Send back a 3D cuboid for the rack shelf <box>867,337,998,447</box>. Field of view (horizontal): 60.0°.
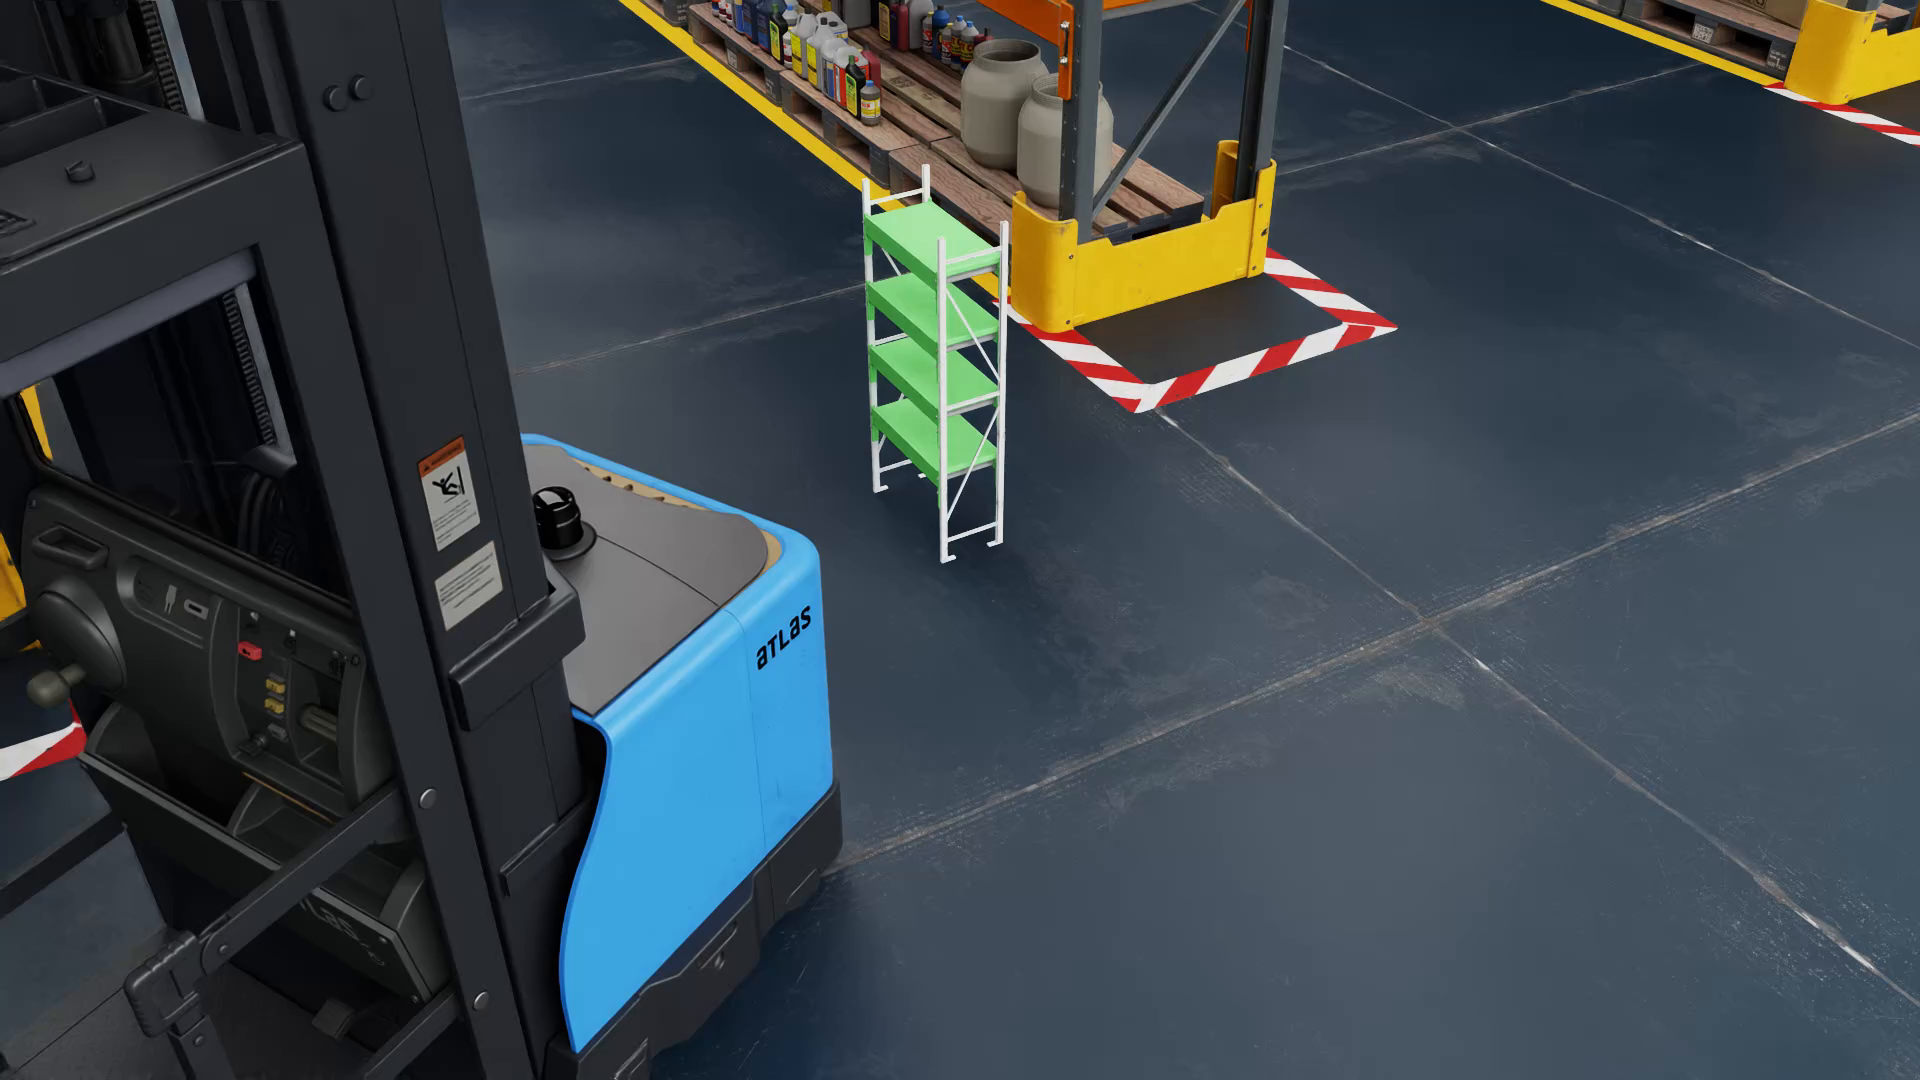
[{"bbox_3d":[-0.083,-0.517,5.549,0.258,0.148,0.480,-19,40,-24],"label":"rack shelf"}]

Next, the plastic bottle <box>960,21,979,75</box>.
[{"bbox_3d":[0.050,-2.562,8.655,0.097,0.271,0.097,0,36,0],"label":"plastic bottle"}]

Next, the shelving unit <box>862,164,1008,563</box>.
[{"bbox_3d":[-0.083,-0.569,5.512,0.258,1.200,0.503,-19,40,-24],"label":"shelving unit"}]

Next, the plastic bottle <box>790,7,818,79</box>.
[{"bbox_3d":[-0.791,-2.594,8.632,0.144,0.351,0.185,-19,40,-24],"label":"plastic bottle"}]

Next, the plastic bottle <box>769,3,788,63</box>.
[{"bbox_3d":[-0.958,-2.687,8.816,0.061,0.283,0.133,-17,39,-22],"label":"plastic bottle"}]

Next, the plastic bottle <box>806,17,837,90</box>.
[{"bbox_3d":[-0.698,-2.500,8.502,0.144,0.351,0.185,-17,40,-22],"label":"plastic bottle"}]

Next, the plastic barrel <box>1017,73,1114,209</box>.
[{"bbox_3d":[0.467,-1.772,7.386,0.421,0.512,0.421,0,36,0],"label":"plastic barrel"}]

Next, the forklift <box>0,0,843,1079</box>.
[{"bbox_3d":[-1.518,0.272,2.893,1.130,2.935,3.031,20,41,25],"label":"forklift"}]

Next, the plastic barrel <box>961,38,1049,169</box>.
[{"bbox_3d":[0.215,-2.028,7.736,0.421,0.512,0.421,0,36,0],"label":"plastic barrel"}]

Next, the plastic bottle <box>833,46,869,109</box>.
[{"bbox_3d":[-0.541,-2.315,8.313,0.152,0.276,0.135,-19,40,-24],"label":"plastic bottle"}]

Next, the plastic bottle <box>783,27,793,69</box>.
[{"bbox_3d":[-0.883,-2.600,8.766,0.097,0.201,0.097,0,36,0],"label":"plastic bottle"}]

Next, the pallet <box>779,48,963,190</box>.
[{"bbox_3d":[-0.228,-2.230,8.625,1.003,0.211,1.213,-19,40,-24],"label":"pallet"}]

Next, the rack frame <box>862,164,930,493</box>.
[{"bbox_3d":[-0.206,-0.693,5.682,0.240,1.200,0.015,-19,40,-24],"label":"rack frame"}]

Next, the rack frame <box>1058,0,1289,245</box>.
[{"bbox_3d":[0.863,-2.294,6.348,1.000,3.000,0.127,-19,40,-24],"label":"rack frame"}]

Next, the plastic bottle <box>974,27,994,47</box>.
[{"bbox_3d":[0.124,-2.513,8.577,0.061,0.283,0.133,-18,40,-23],"label":"plastic bottle"}]

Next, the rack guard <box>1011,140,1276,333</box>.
[{"bbox_3d":[0.784,-1.310,7.119,1.175,0.500,0.348,-19,40,-24],"label":"rack guard"}]

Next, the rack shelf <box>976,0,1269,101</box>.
[{"bbox_3d":[-0.142,-3.024,7.957,1.077,0.370,4.000,-19,40,-24],"label":"rack shelf"}]

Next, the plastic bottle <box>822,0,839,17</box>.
[{"bbox_3d":[-0.698,-3.156,9.401,0.144,0.351,0.185,-19,40,-24],"label":"plastic bottle"}]

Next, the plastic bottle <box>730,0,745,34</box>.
[{"bbox_3d":[-1.179,-2.963,9.200,0.152,0.276,0.135,-17,40,-22],"label":"plastic bottle"}]

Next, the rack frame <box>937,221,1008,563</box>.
[{"bbox_3d":[0.039,-0.445,5.341,0.240,1.200,0.015,-19,40,-24],"label":"rack frame"}]

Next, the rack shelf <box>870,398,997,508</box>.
[{"bbox_3d":[-0.083,-0.324,5.691,0.258,0.148,0.480,-19,40,-24],"label":"rack shelf"}]

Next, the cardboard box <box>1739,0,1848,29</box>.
[{"bbox_3d":[4.846,-3.246,9.414,0.500,0.500,0.500,-12,38,-16],"label":"cardboard box"}]

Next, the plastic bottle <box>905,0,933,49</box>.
[{"bbox_3d":[-0.237,-2.822,9.007,0.152,0.276,0.135,-18,40,-23],"label":"plastic bottle"}]

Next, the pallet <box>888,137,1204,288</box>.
[{"bbox_3d":[0.381,-1.609,7.774,1.003,0.211,1.213,-19,40,-24],"label":"pallet"}]

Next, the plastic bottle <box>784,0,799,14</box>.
[{"bbox_3d":[-0.922,-2.837,9.032,0.097,0.271,0.097,0,36,0],"label":"plastic bottle"}]

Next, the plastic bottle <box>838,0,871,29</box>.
[{"bbox_3d":[-0.593,-3.014,9.270,0.152,0.276,0.135,-19,40,-24],"label":"plastic bottle"}]

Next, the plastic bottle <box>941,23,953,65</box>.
[{"bbox_3d":[-0.050,-2.635,8.814,0.097,0.201,0.097,0,36,0],"label":"plastic bottle"}]

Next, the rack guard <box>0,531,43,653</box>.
[{"bbox_3d":[-3.409,0.193,5.062,1.175,0.500,0.348,-19,40,-24],"label":"rack guard"}]

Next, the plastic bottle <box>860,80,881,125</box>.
[{"bbox_3d":[-0.438,-2.149,8.148,0.097,0.201,0.097,0,36,0],"label":"plastic bottle"}]

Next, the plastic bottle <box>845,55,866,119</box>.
[{"bbox_3d":[-0.513,-2.236,8.198,0.061,0.283,0.133,-18,40,-23],"label":"plastic bottle"}]

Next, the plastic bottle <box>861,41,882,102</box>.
[{"bbox_3d":[-0.450,-2.350,8.355,0.061,0.283,0.133,-19,40,-24],"label":"plastic bottle"}]

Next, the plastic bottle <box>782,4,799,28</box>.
[{"bbox_3d":[-0.899,-2.715,8.865,0.097,0.271,0.097,0,36,0],"label":"plastic bottle"}]

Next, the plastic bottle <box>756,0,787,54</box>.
[{"bbox_3d":[-1.005,-2.811,8.929,0.144,0.351,0.185,-21,41,-26],"label":"plastic bottle"}]

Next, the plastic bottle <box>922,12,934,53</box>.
[{"bbox_3d":[-0.154,-2.740,8.958,0.097,0.201,0.097,0,36,0],"label":"plastic bottle"}]

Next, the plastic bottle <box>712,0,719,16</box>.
[{"bbox_3d":[-1.365,-3.118,9.416,0.097,0.271,0.097,0,36,0],"label":"plastic bottle"}]

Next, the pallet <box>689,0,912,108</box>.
[{"bbox_3d":[-0.845,-2.853,9.478,1.003,0.211,1.213,-19,40,-24],"label":"pallet"}]

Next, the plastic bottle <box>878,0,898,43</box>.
[{"bbox_3d":[-0.391,-2.866,9.061,0.061,0.283,0.133,-19,40,-24],"label":"plastic bottle"}]

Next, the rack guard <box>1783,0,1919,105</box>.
[{"bbox_3d":[5.108,-2.791,9.148,1.175,0.500,0.348,-19,40,-24],"label":"rack guard"}]

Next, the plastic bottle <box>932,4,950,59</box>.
[{"bbox_3d":[-0.102,-2.716,8.866,0.097,0.271,0.097,0,36,0],"label":"plastic bottle"}]

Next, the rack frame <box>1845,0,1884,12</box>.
[{"bbox_3d":[5.146,-3.762,8.358,1.000,3.000,0.127,-19,40,-24],"label":"rack frame"}]

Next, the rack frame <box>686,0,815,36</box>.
[{"bbox_3d":[-1.146,-4.334,9.141,1.000,3.000,0.127,-19,40,-24],"label":"rack frame"}]

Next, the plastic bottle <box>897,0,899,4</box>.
[{"bbox_3d":[-0.315,-2.937,9.100,0.144,0.351,0.185,-19,40,-24],"label":"plastic bottle"}]

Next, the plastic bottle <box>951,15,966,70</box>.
[{"bbox_3d":[-0.001,-2.613,8.725,0.097,0.271,0.097,0,36,0],"label":"plastic bottle"}]

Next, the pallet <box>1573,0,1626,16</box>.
[{"bbox_3d":[4.121,-3.721,10.665,1.003,0.211,1.213,-19,40,-24],"label":"pallet"}]

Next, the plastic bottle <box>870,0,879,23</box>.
[{"bbox_3d":[-0.477,-3.101,9.326,0.144,0.351,0.185,-21,41,-26],"label":"plastic bottle"}]

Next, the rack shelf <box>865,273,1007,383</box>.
[{"bbox_3d":[-0.083,-0.711,5.408,0.258,0.148,0.480,-19,40,-24],"label":"rack shelf"}]

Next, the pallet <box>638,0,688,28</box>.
[{"bbox_3d":[-1.574,-3.597,10.496,1.003,0.211,1.213,-19,40,-24],"label":"pallet"}]

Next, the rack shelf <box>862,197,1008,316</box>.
[{"bbox_3d":[-0.083,-0.905,5.266,0.258,0.148,0.480,-19,40,-24],"label":"rack shelf"}]

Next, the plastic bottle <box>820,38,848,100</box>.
[{"bbox_3d":[-0.611,-2.386,8.410,0.152,0.276,0.135,-20,41,-25],"label":"plastic bottle"}]

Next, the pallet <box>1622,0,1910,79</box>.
[{"bbox_3d":[4.730,-3.099,9.815,1.003,0.211,1.213,-19,40,-24],"label":"pallet"}]

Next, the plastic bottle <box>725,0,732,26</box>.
[{"bbox_3d":[-1.263,-2.986,9.294,0.097,0.201,0.097,0,36,0],"label":"plastic bottle"}]

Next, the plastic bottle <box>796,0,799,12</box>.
[{"bbox_3d":[-0.975,-2.950,9.119,0.144,0.351,0.185,-19,40,-24],"label":"plastic bottle"}]

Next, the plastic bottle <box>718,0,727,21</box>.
[{"bbox_3d":[-1.314,-3.038,9.365,0.097,0.201,0.097,0,36,0],"label":"plastic bottle"}]

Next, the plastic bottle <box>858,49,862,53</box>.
[{"bbox_3d":[-0.513,-2.402,8.496,0.097,0.201,0.097,0,36,0],"label":"plastic bottle"}]

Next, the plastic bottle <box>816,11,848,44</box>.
[{"bbox_3d":[-0.676,-2.621,8.732,0.152,0.276,0.135,-19,40,-24],"label":"plastic bottle"}]

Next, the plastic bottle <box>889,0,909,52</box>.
[{"bbox_3d":[-0.328,-2.793,8.961,0.061,0.283,0.133,-19,40,-24],"label":"plastic bottle"}]

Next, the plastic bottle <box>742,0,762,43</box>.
[{"bbox_3d":[-1.100,-2.907,9.061,0.144,0.351,0.185,-18,40,-23],"label":"plastic bottle"}]
